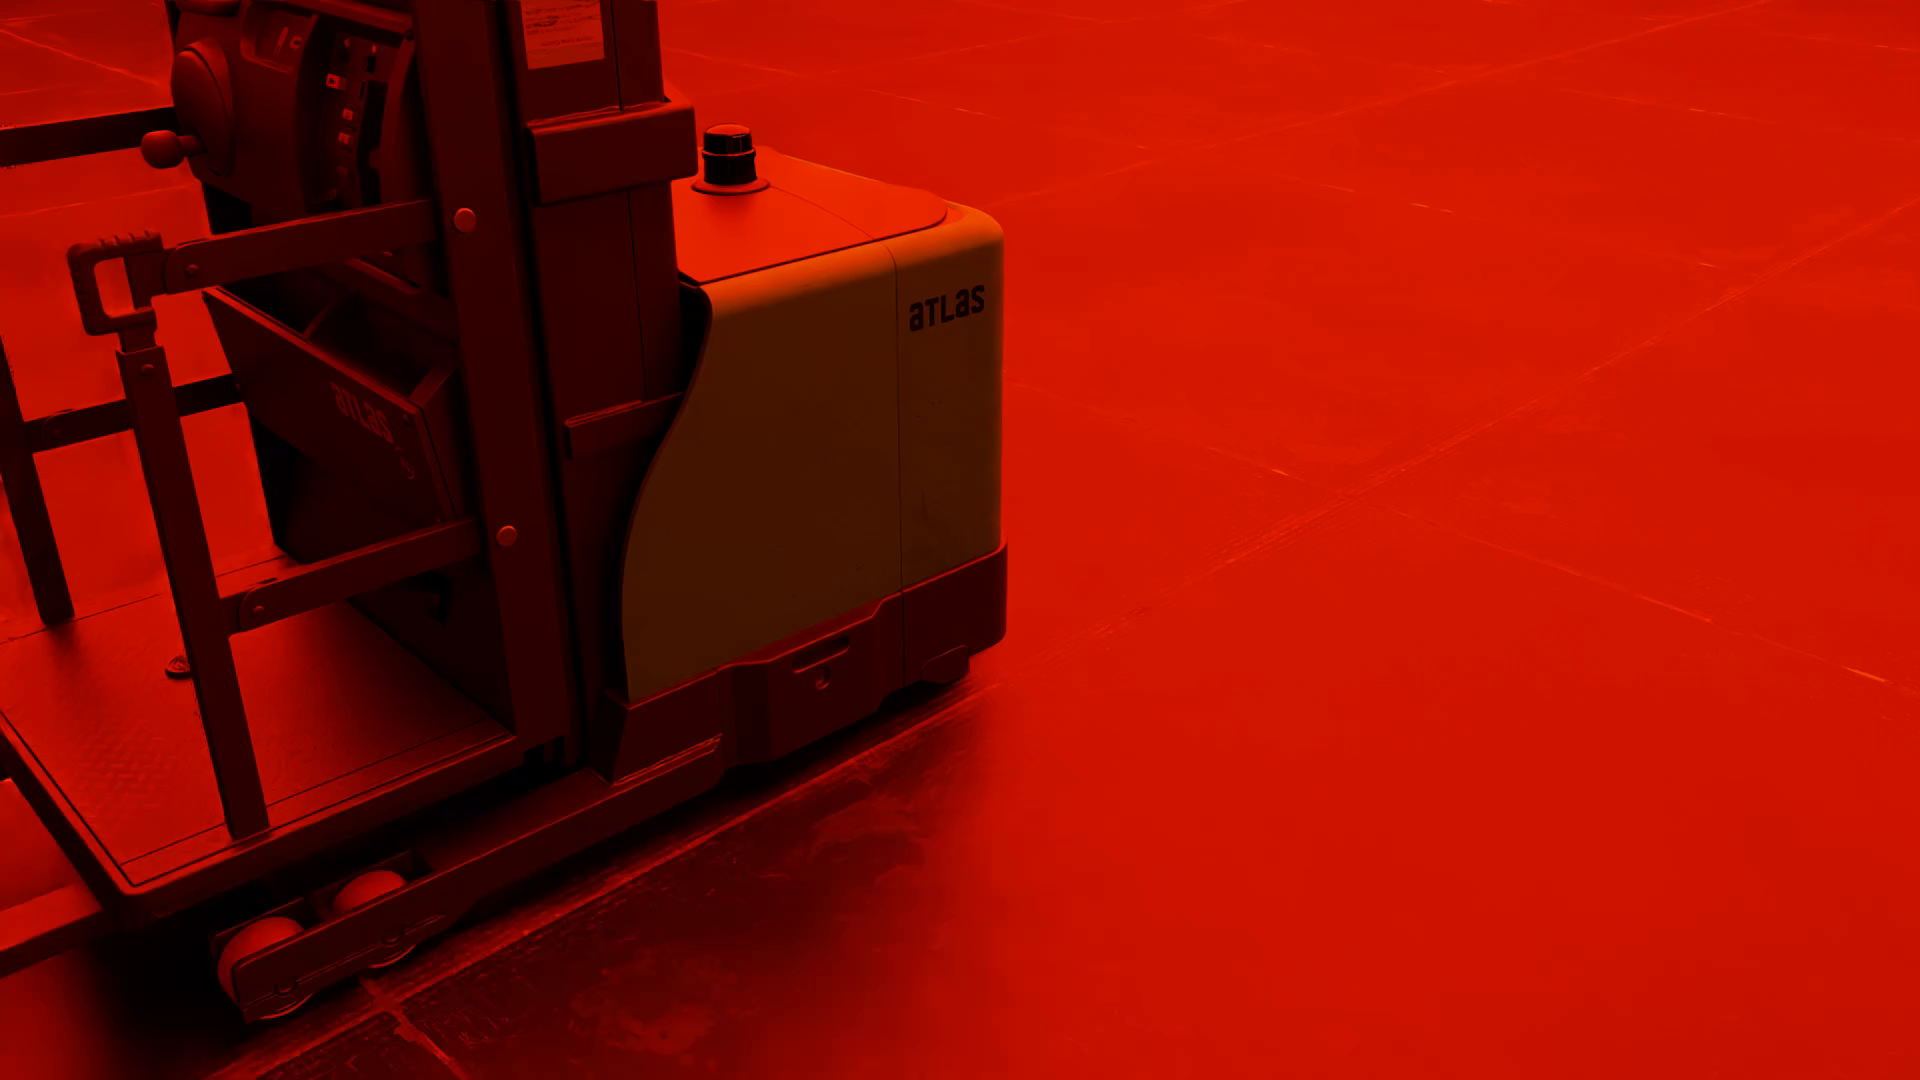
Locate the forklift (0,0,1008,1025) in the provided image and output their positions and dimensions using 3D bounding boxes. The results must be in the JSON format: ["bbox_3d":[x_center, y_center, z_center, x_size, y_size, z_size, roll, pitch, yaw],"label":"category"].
[{"bbox_3d":[-1.315,-0.753,2.749,3.031,2.935,1.130,-22,34,-37],"label":"forklift"}]
